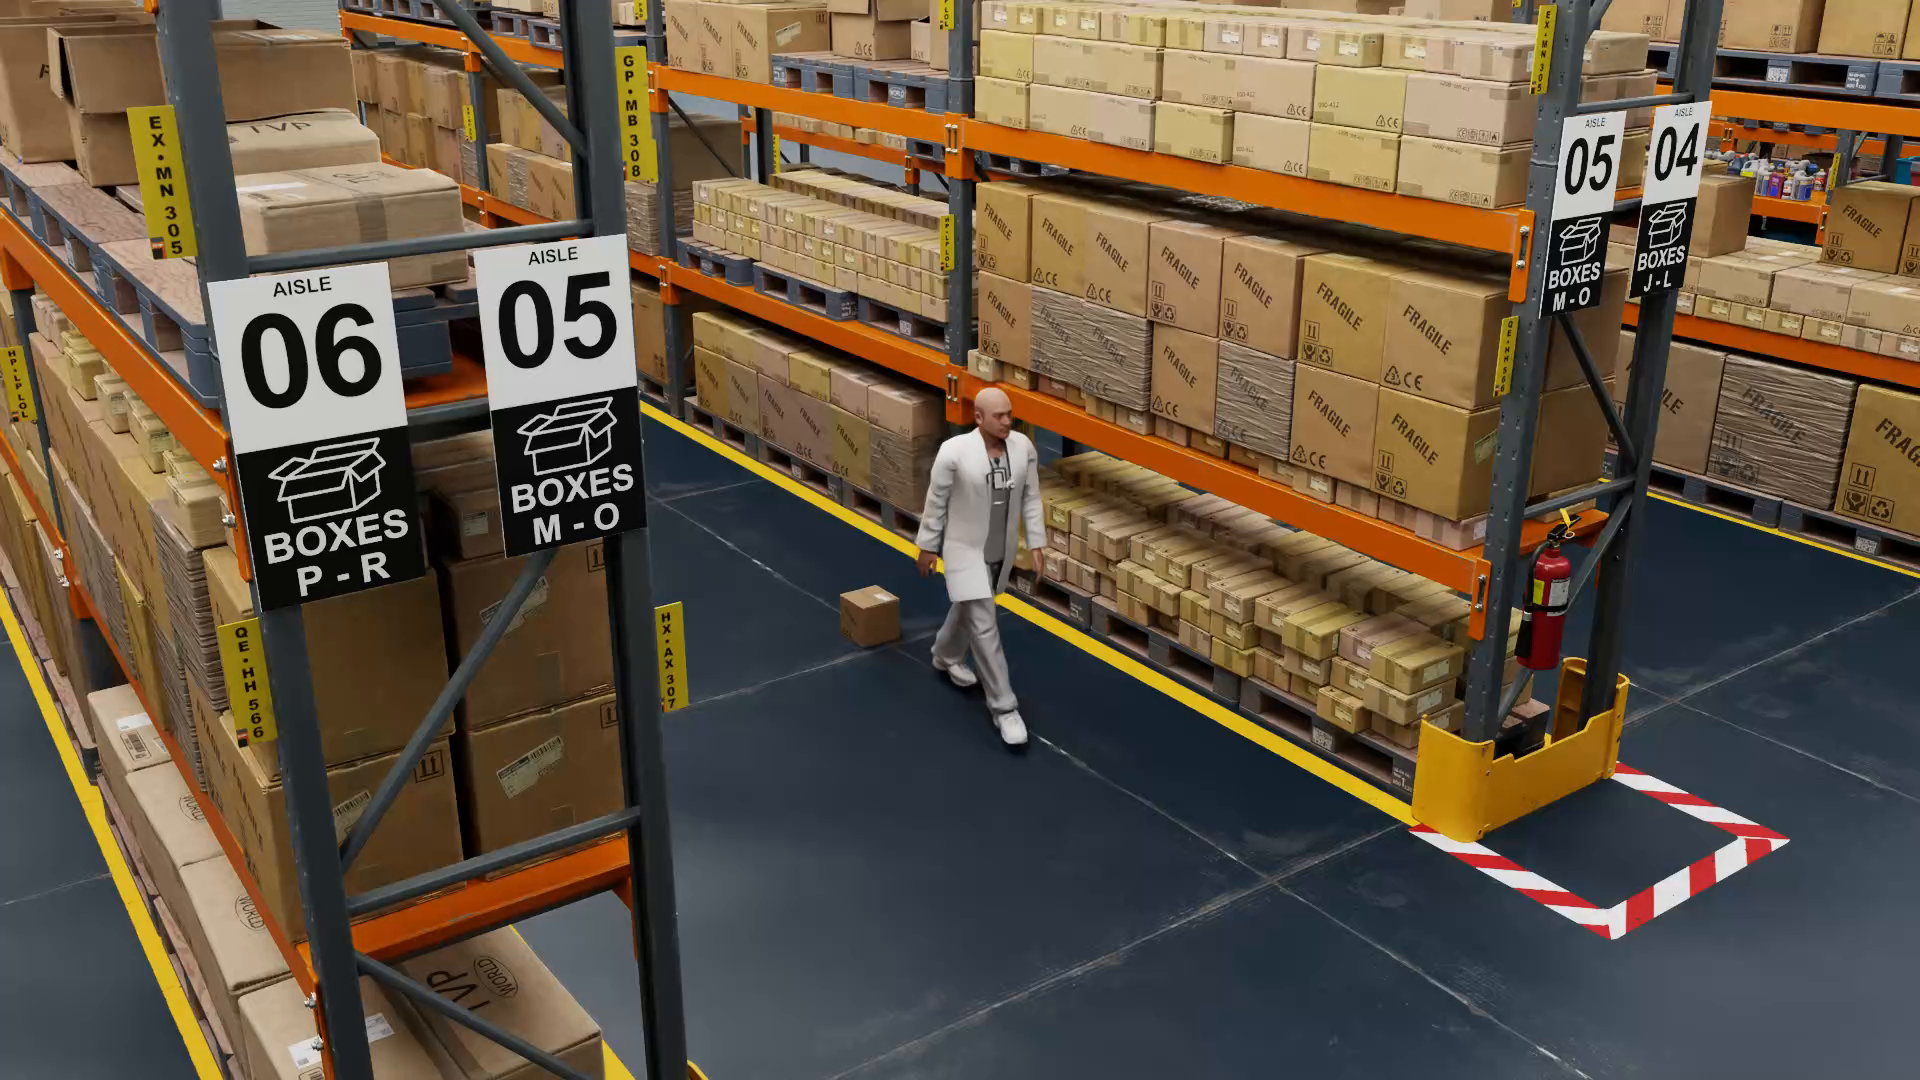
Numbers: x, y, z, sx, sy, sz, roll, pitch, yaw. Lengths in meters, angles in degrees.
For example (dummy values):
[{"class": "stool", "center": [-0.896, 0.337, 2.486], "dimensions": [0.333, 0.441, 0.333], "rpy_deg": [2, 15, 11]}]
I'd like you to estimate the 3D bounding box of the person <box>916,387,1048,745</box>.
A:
[{"class": "person", "center": [0.155, 0.053, 8.442], "dimensions": [0.609, 1.716, 1.077], "rpy_deg": [-14, 25, -31]}]
